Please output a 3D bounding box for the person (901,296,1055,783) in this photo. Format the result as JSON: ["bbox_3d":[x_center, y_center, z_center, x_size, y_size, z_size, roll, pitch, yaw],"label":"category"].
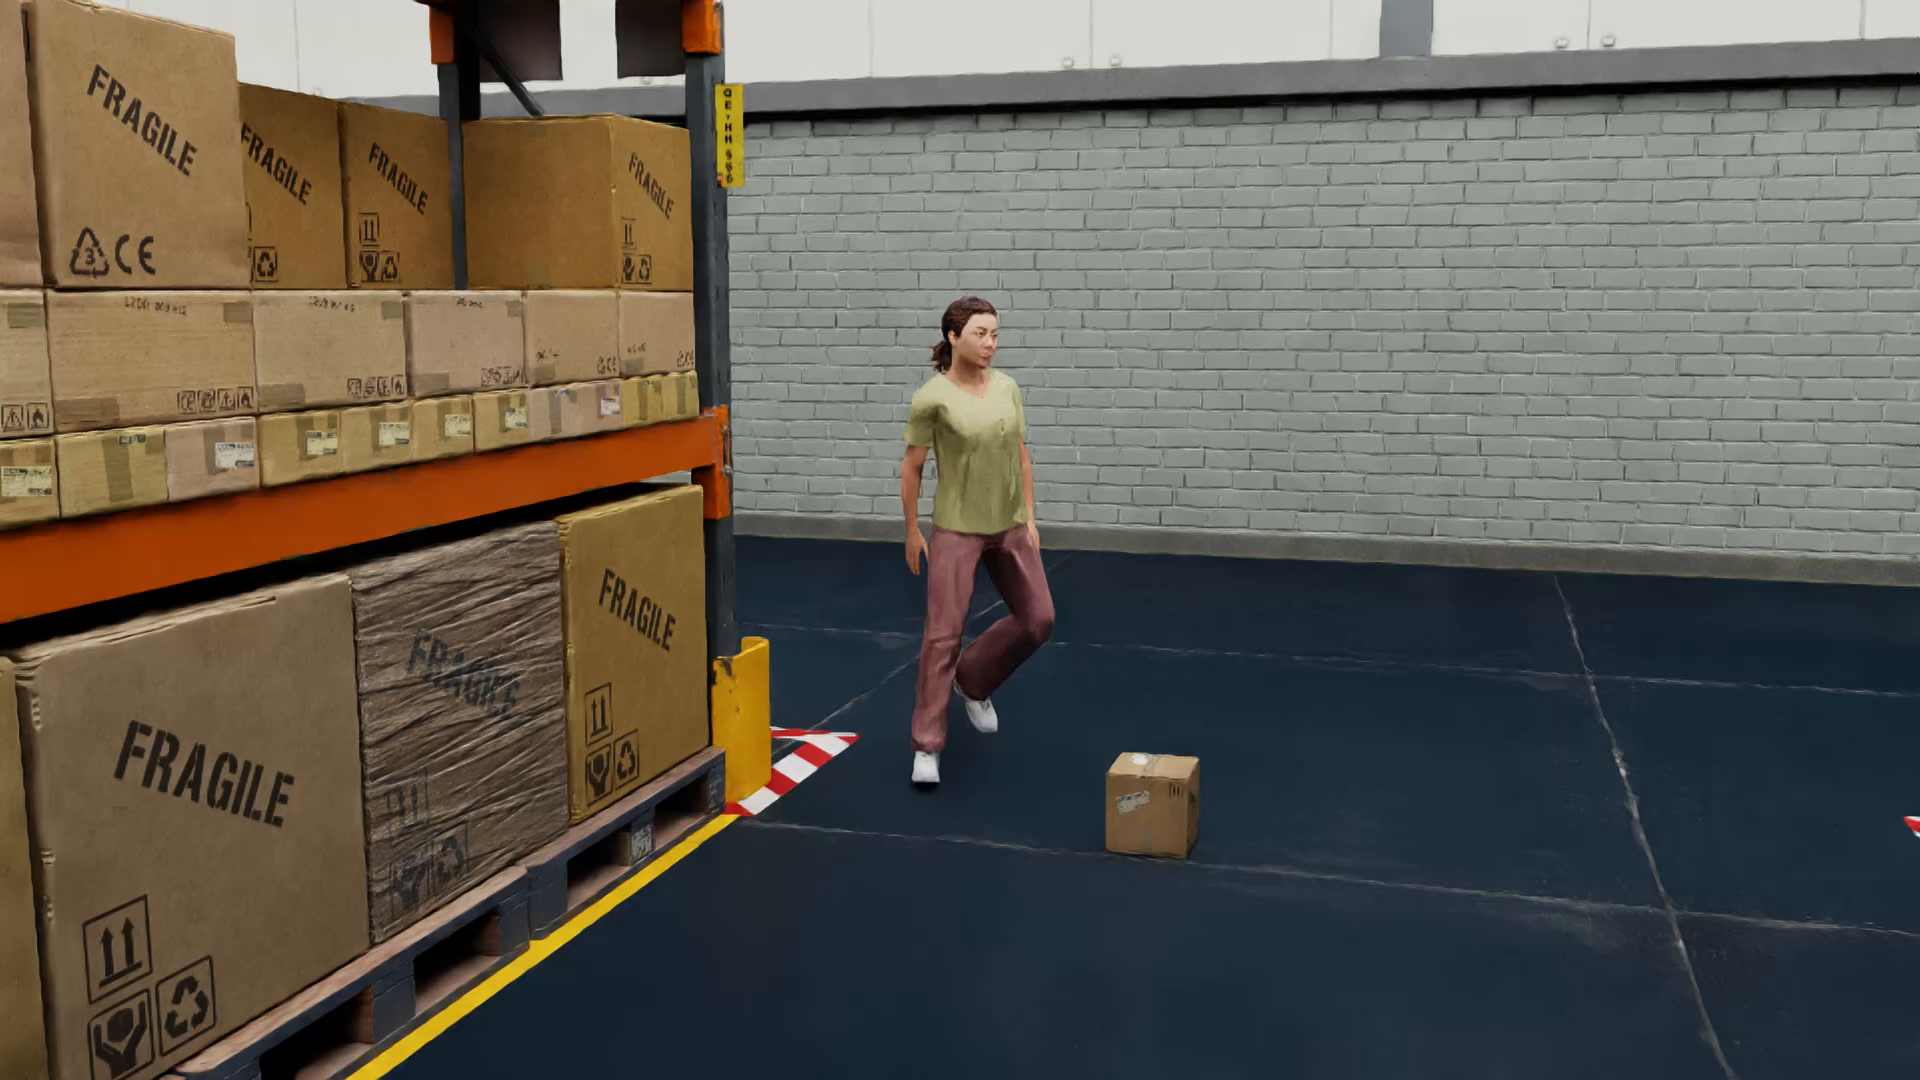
[{"bbox_3d":[-0.001,-0.018,5.936,0.600,1.641,0.589,-4,9,-27],"label":"person"}]
